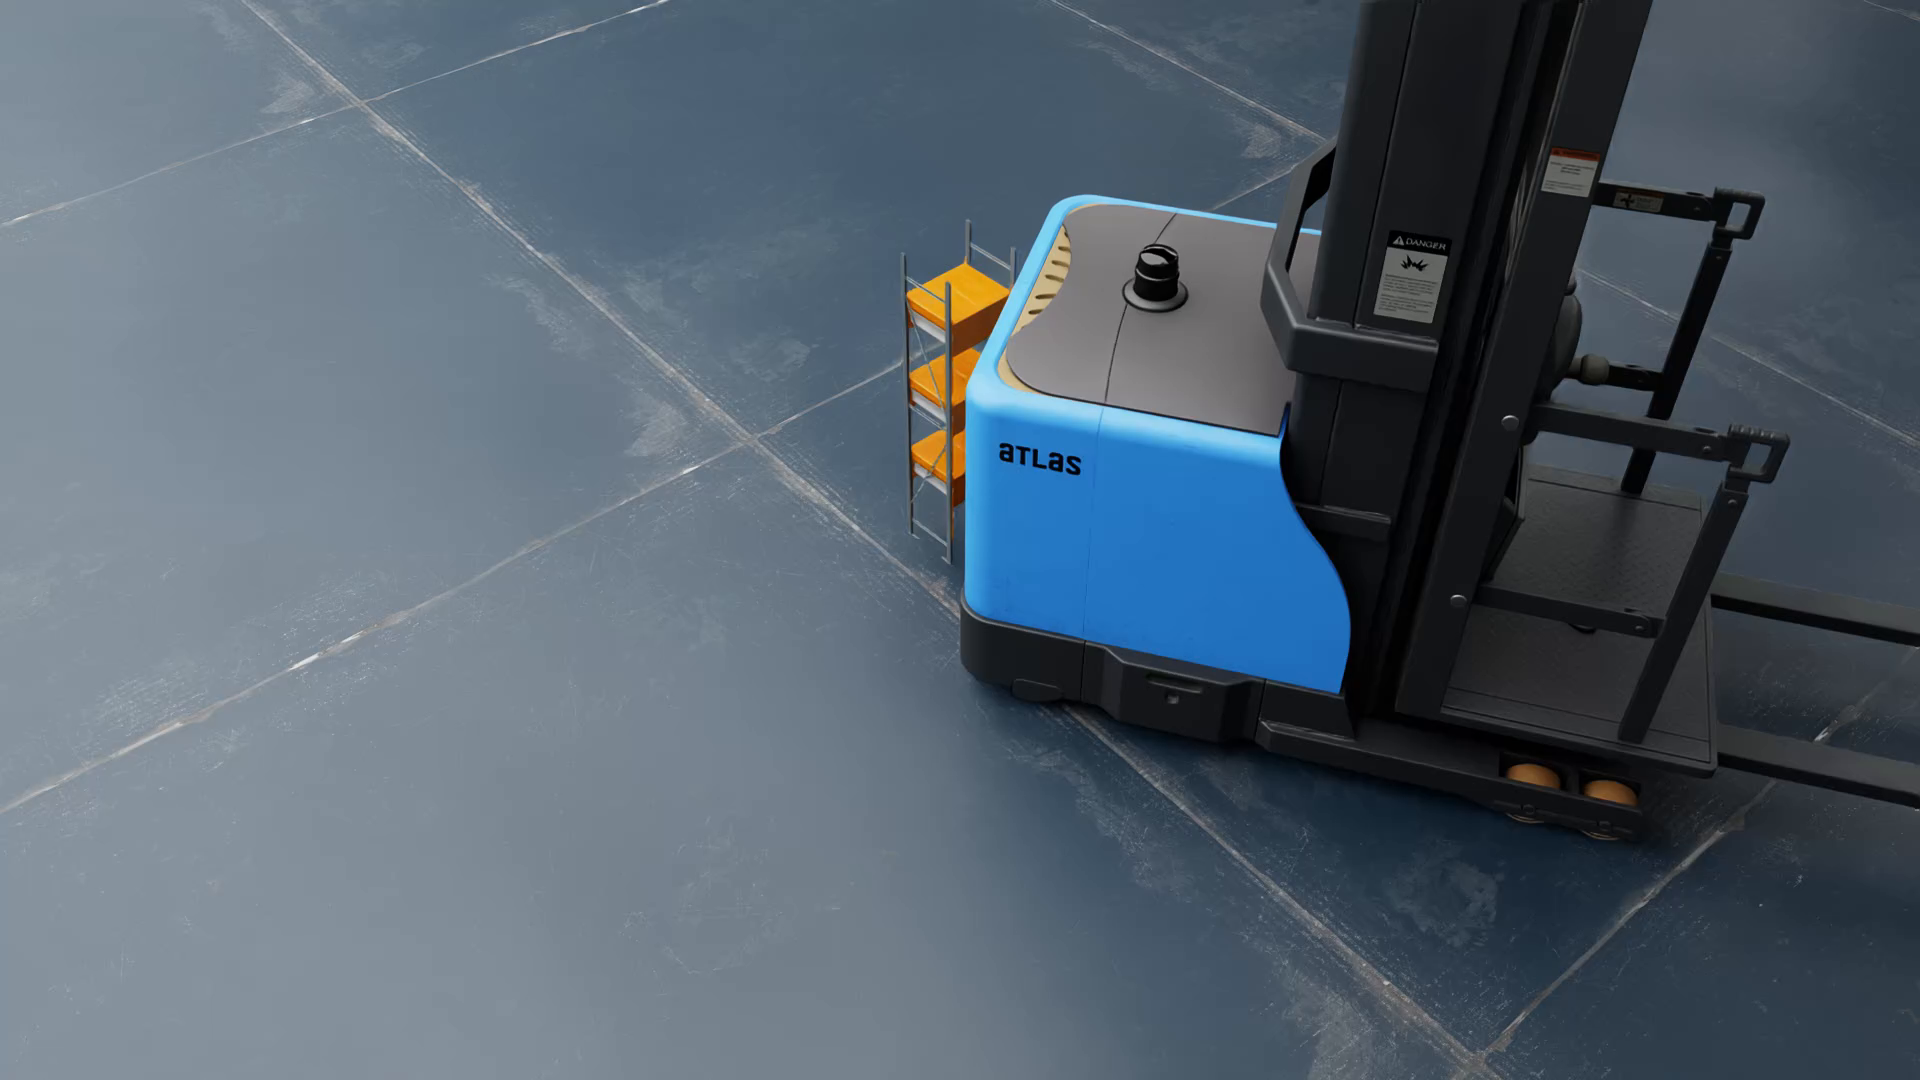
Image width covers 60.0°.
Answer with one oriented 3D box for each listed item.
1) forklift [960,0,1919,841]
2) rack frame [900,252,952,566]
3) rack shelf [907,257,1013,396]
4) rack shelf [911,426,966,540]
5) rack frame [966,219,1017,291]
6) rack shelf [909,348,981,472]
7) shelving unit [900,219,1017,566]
[{"bbox_3d":[1.576,-0.683,3.836,3.031,2.935,1.130,12,44,12],"label":"forklift"},{"bbox_3d":[-0.094,-0.354,4.860,0.008,1.050,0.200,-32,52,-30],"label":"rack frame"},{"bbox_3d":[-0.004,-0.610,4.733,0.240,0.259,0.215,-32,52,-30],"label":"rack shelf"},{"bbox_3d":[-0.004,-0.200,5.118,0.240,0.259,0.215,-32,52,-30],"label":"rack shelf"},{"bbox_3d":[0.086,-0.467,4.980,0.008,1.050,0.200,-32,52,-30],"label":"rack frame"},{"bbox_3d":[-0.004,-0.403,4.928,0.240,0.259,0.215,-32,52,-30],"label":"rack shelf"},{"bbox_3d":[-0.004,-0.411,4.920,0.252,1.050,0.215,-32,52,-30],"label":"shelving unit"}]
